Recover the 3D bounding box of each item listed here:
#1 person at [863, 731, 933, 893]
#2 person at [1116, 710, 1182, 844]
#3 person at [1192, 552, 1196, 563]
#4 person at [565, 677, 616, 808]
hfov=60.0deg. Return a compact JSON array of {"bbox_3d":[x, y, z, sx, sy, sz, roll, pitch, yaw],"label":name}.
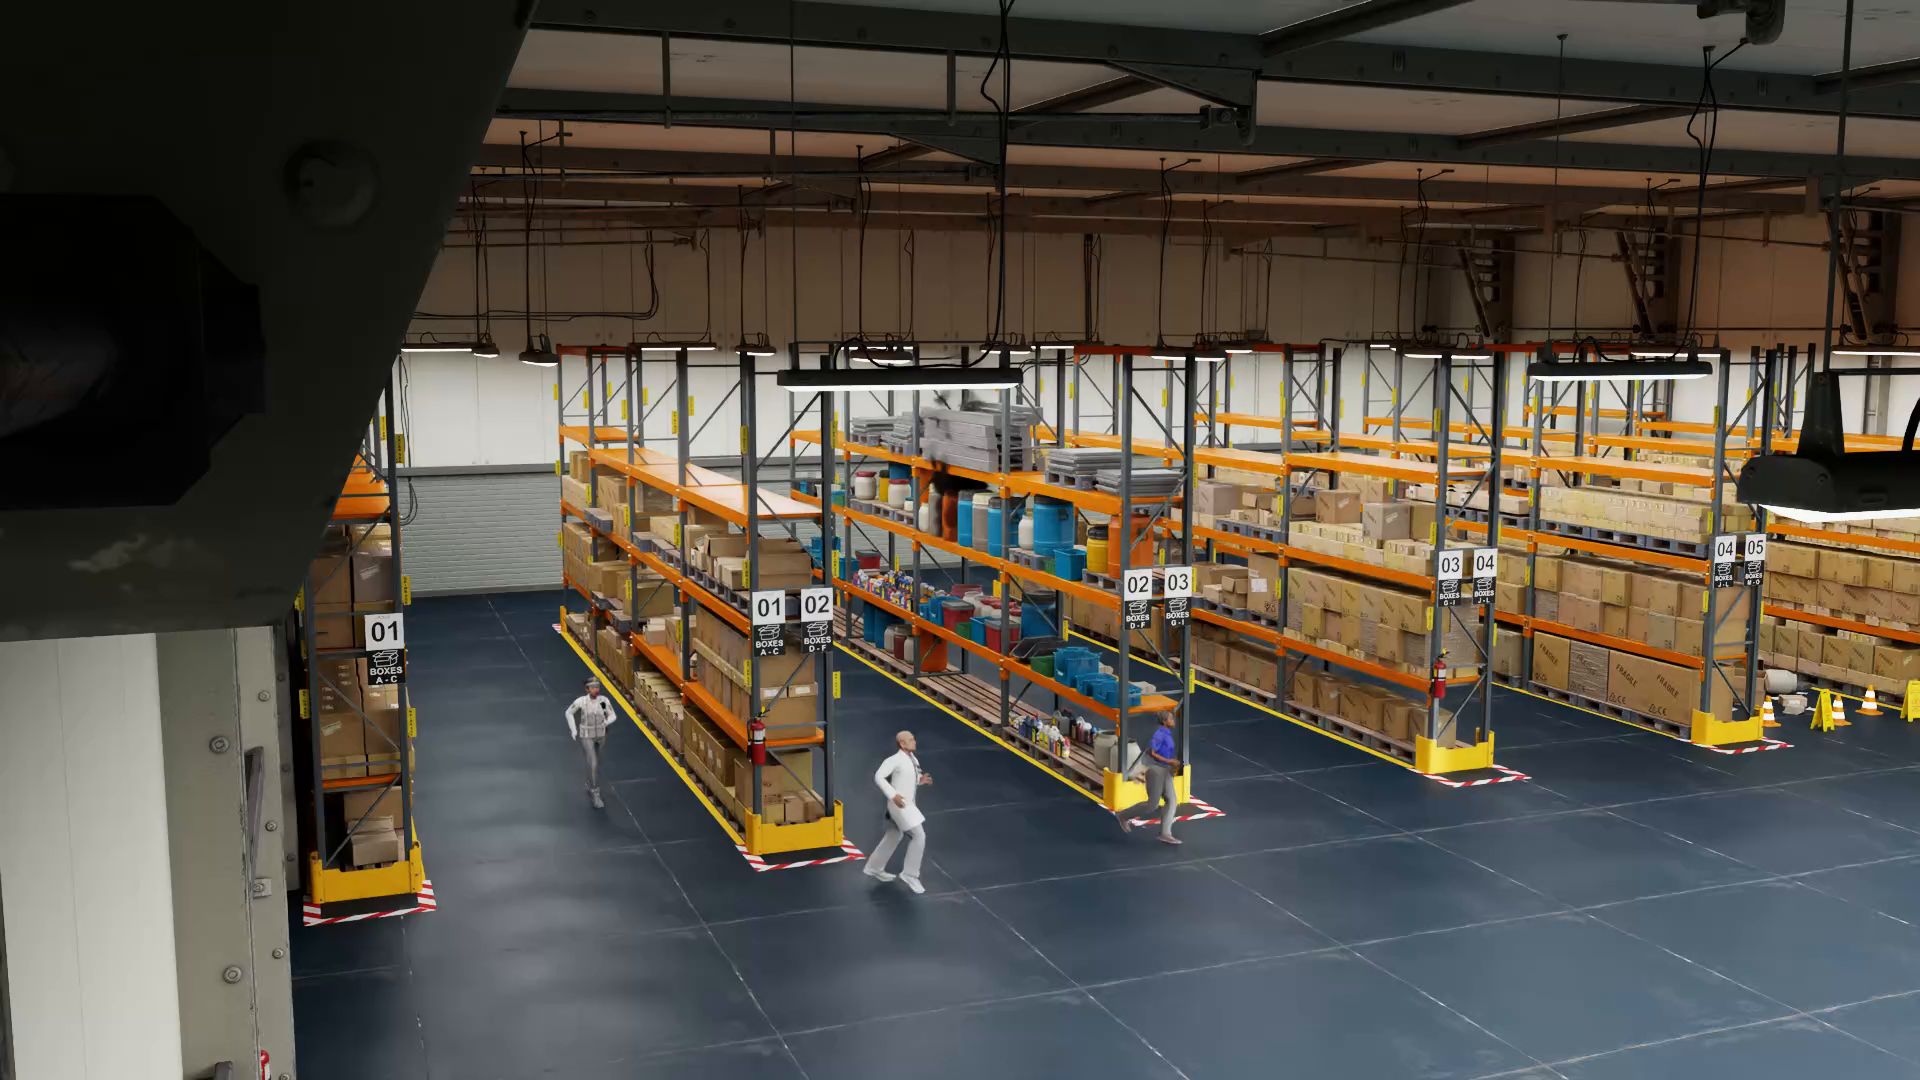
[{"bbox_3d":[-0.708,3.069,18.905,0.802,1.853,0.715,1,7,9],"label":"person"},{"bbox_3d":[2.435,2.922,20.759,0.844,1.604,0.629,3,8,23],"label":"person"},{"bbox_3d":[5.150,0.760,37.743,0.555,1.660,0.709,-2,8,-19],"label":"person"},{"bbox_3d":[-4.908,2.652,22.270,0.614,1.707,0.854,-5,9,-33],"label":"person"}]
